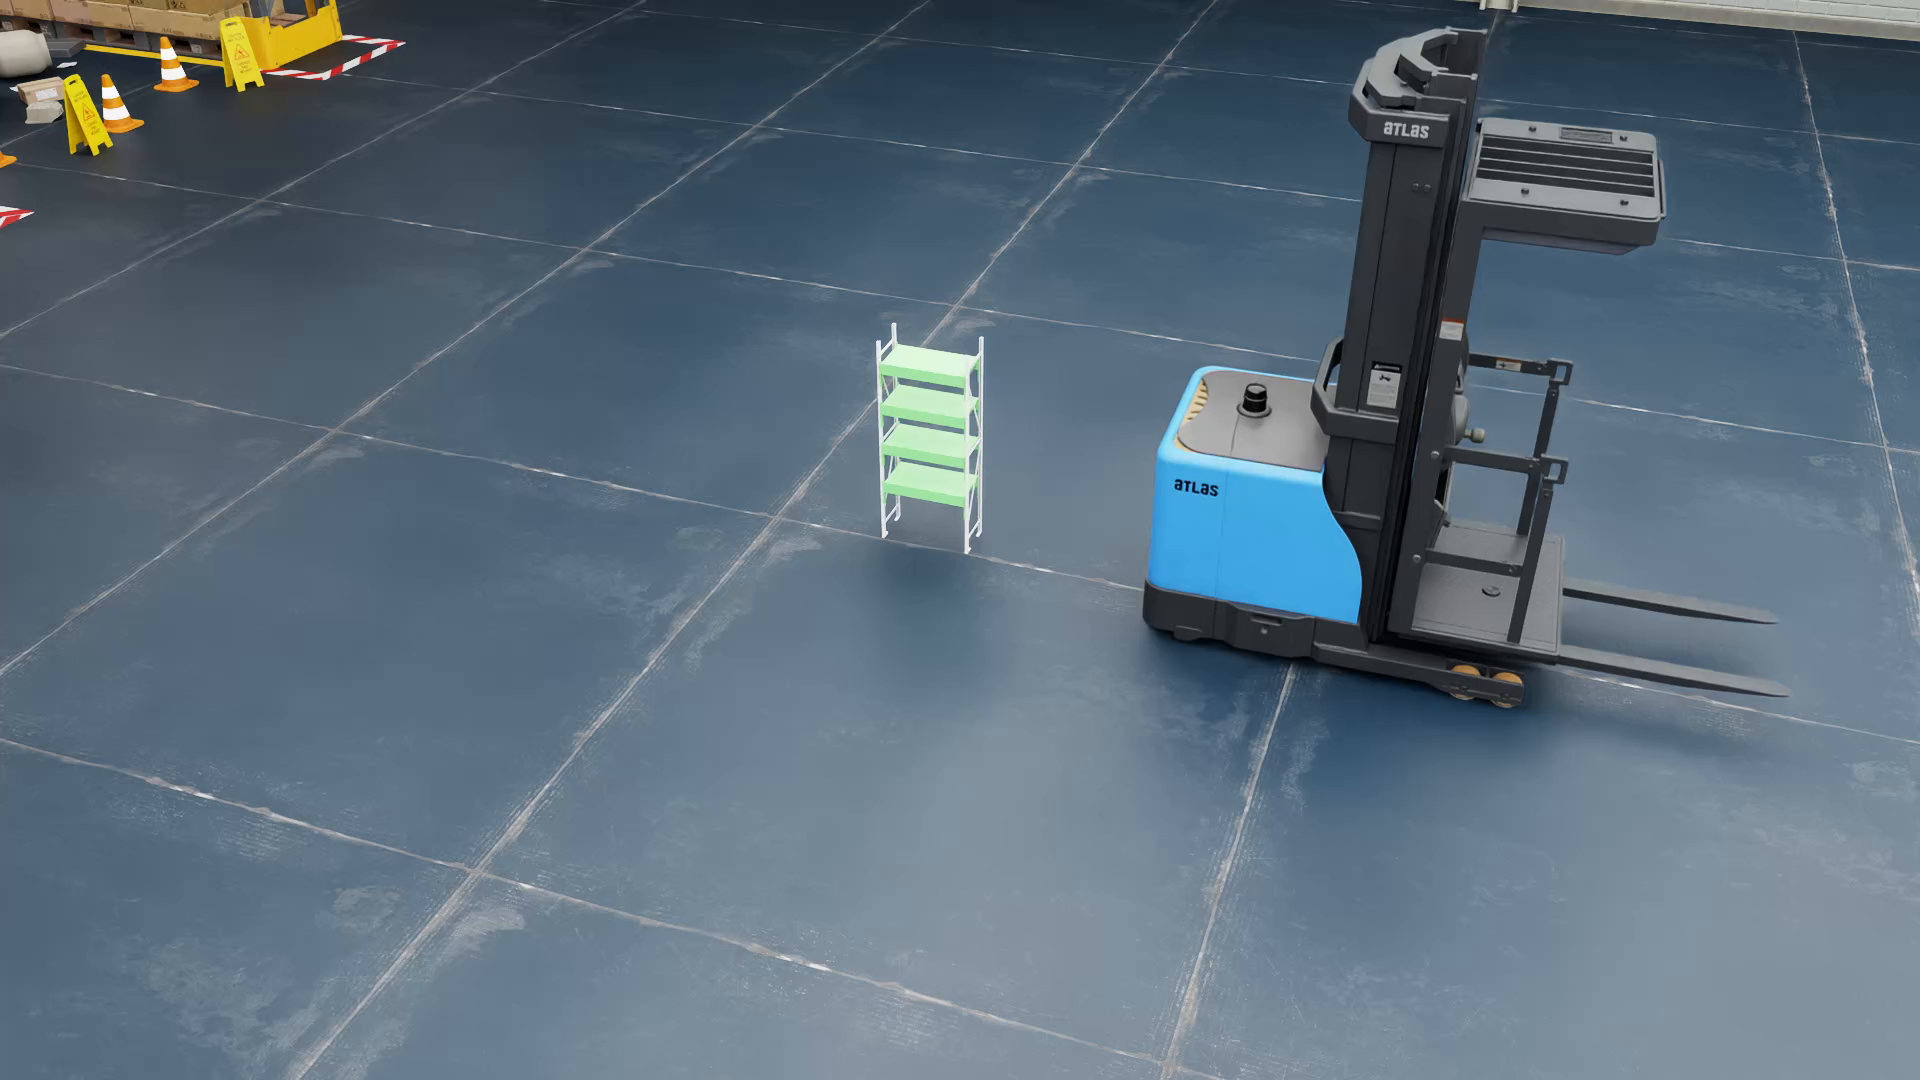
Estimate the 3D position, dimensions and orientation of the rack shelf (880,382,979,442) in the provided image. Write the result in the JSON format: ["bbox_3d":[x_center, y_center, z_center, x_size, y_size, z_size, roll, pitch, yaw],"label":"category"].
[{"bbox_3d":[-0.156,-0.682,8.844,0.480,0.148,0.258,11,34,16],"label":"rack shelf"}]

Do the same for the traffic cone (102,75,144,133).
[{"bbox_3d":[-7.576,-3.925,14.871,0.334,0.463,0.336,11,34,16],"label":"traffic cone"}]

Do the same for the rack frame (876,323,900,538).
[{"bbox_3d":[-0.386,-0.579,9.009,0.015,1.200,0.240,11,34,16],"label":"rack frame"}]

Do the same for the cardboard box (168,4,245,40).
[{"bbox_3d":[-7.556,-5.236,16.710,0.500,0.250,0.500,11,34,16],"label":"cardboard box"}]

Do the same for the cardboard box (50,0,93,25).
[{"bbox_3d":[-8.976,-5.520,17.150,0.500,0.250,0.500,11,34,16],"label":"cardboard box"}]

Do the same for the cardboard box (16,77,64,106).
[{"bbox_3d":[-8.597,-4.211,15.602,0.380,0.149,0.250,-25,40,-33],"label":"cardboard box"}]

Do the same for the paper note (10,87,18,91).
[{"bbox_3d":[-8.992,-4.336,15.917,0.142,0.019,0.148,24,40,32],"label":"paper note"}]

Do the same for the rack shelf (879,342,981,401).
[{"bbox_3d":[-0.156,-0.884,8.714,0.480,0.148,0.258,11,34,16],"label":"rack shelf"}]

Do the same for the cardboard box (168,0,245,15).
[{"bbox_3d":[-7.524,-5.550,16.505,0.500,0.500,0.500,11,35,17],"label":"cardboard box"}]

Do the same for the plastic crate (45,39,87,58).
[{"bbox_3d":[-9.246,-4.999,16.888,0.583,0.080,0.402,0,33,0],"label":"plastic crate"}]

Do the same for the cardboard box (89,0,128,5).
[{"bbox_3d":[-8.489,-5.739,16.799,0.500,0.500,0.500,10,34,15],"label":"cardboard box"}]

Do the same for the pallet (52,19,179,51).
[{"bbox_3d":[-8.651,-5.433,17.439,1.213,0.211,1.003,11,34,16],"label":"pallet"}]

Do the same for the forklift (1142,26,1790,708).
[{"bbox_3d":[2.505,-0.753,7.682,3.031,2.935,1.130,10,34,15],"label":"forklift"}]

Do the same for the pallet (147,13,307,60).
[{"bbox_3d":[-7.506,-5.209,17.092,1.213,0.211,1.003,11,34,16],"label":"pallet"}]

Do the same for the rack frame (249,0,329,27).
[{"bbox_3d":[-6.682,-6.200,16.055,0.127,3.000,1.000,11,34,16],"label":"rack frame"}]

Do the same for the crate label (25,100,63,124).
[{"bbox_3d":[-8.337,-3.901,15.133,0.298,0.136,0.250,-6,33,-9],"label":"crate label"}]

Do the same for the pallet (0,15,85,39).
[{"bbox_3d":[-9.803,-5.656,17.783,1.213,0.211,1.003,11,34,16],"label":"pallet"}]

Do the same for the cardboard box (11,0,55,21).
[{"bbox_3d":[-9.477,-5.616,17.298,0.500,0.250,0.500,13,35,19],"label":"cardboard box"}]

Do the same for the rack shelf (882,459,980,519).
[{"bbox_3d":[-0.156,-0.279,9.104,0.480,0.148,0.258,11,34,16],"label":"rack shelf"}]

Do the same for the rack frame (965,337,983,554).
[{"bbox_3d":[0.074,-0.490,8.870,0.015,1.200,0.240,11,34,16],"label":"rack frame"}]

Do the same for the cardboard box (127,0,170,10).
[{"bbox_3d":[-8.017,-5.644,16.650,0.500,0.500,0.500,12,35,18],"label":"cardboard box"}]

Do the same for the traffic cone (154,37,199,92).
[{"bbox_3d":[-7.522,-4.554,15.845,0.334,0.463,0.336,11,34,16],"label":"traffic cone"}]

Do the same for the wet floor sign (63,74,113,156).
[{"bbox_3d":[-7.562,-3.671,14.308,0.232,0.644,0.267,5,33,8],"label":"wet floor sign"}]

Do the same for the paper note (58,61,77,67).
[{"bbox_3d":[-8.863,-4.723,16.505,0.148,0.019,0.142,0,33,0],"label":"paper note"}]

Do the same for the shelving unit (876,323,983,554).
[{"bbox_3d":[-0.156,-0.534,8.940,0.503,1.200,0.258,11,34,16],"label":"shelving unit"}]

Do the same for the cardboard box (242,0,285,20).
[{"bbox_3d":[-7.348,-5.510,17.135,0.500,0.250,0.500,11,34,16],"label":"cardboard box"}]

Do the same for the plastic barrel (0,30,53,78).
[{"bbox_3d":[-9.137,-4.723,16.142,0.512,0.421,0.421,-18,37,-25],"label":"plastic barrel"}]

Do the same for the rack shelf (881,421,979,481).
[{"bbox_3d":[-0.156,-0.481,8.974,0.480,0.148,0.258,11,34,16],"label":"rack shelf"}]

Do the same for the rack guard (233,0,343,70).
[{"bbox_3d":[-6.754,-5.164,16.755,0.348,0.500,1.175,11,34,16],"label":"rack guard"}]

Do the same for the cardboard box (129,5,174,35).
[{"bbox_3d":[-8.019,-5.331,16.857,0.500,0.250,0.500,11,34,17],"label":"cardboard box"}]

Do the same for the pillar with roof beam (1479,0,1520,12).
[{"bbox_3d":[4.482,-7.449,12.459,0.400,9.000,9.100,11,34,16],"label":"pillar with roof beam"}]

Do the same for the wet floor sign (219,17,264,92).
[{"bbox_3d":[-6.864,-4.630,15.794,0.232,0.644,0.267,24,40,32],"label":"wet floor sign"}]
